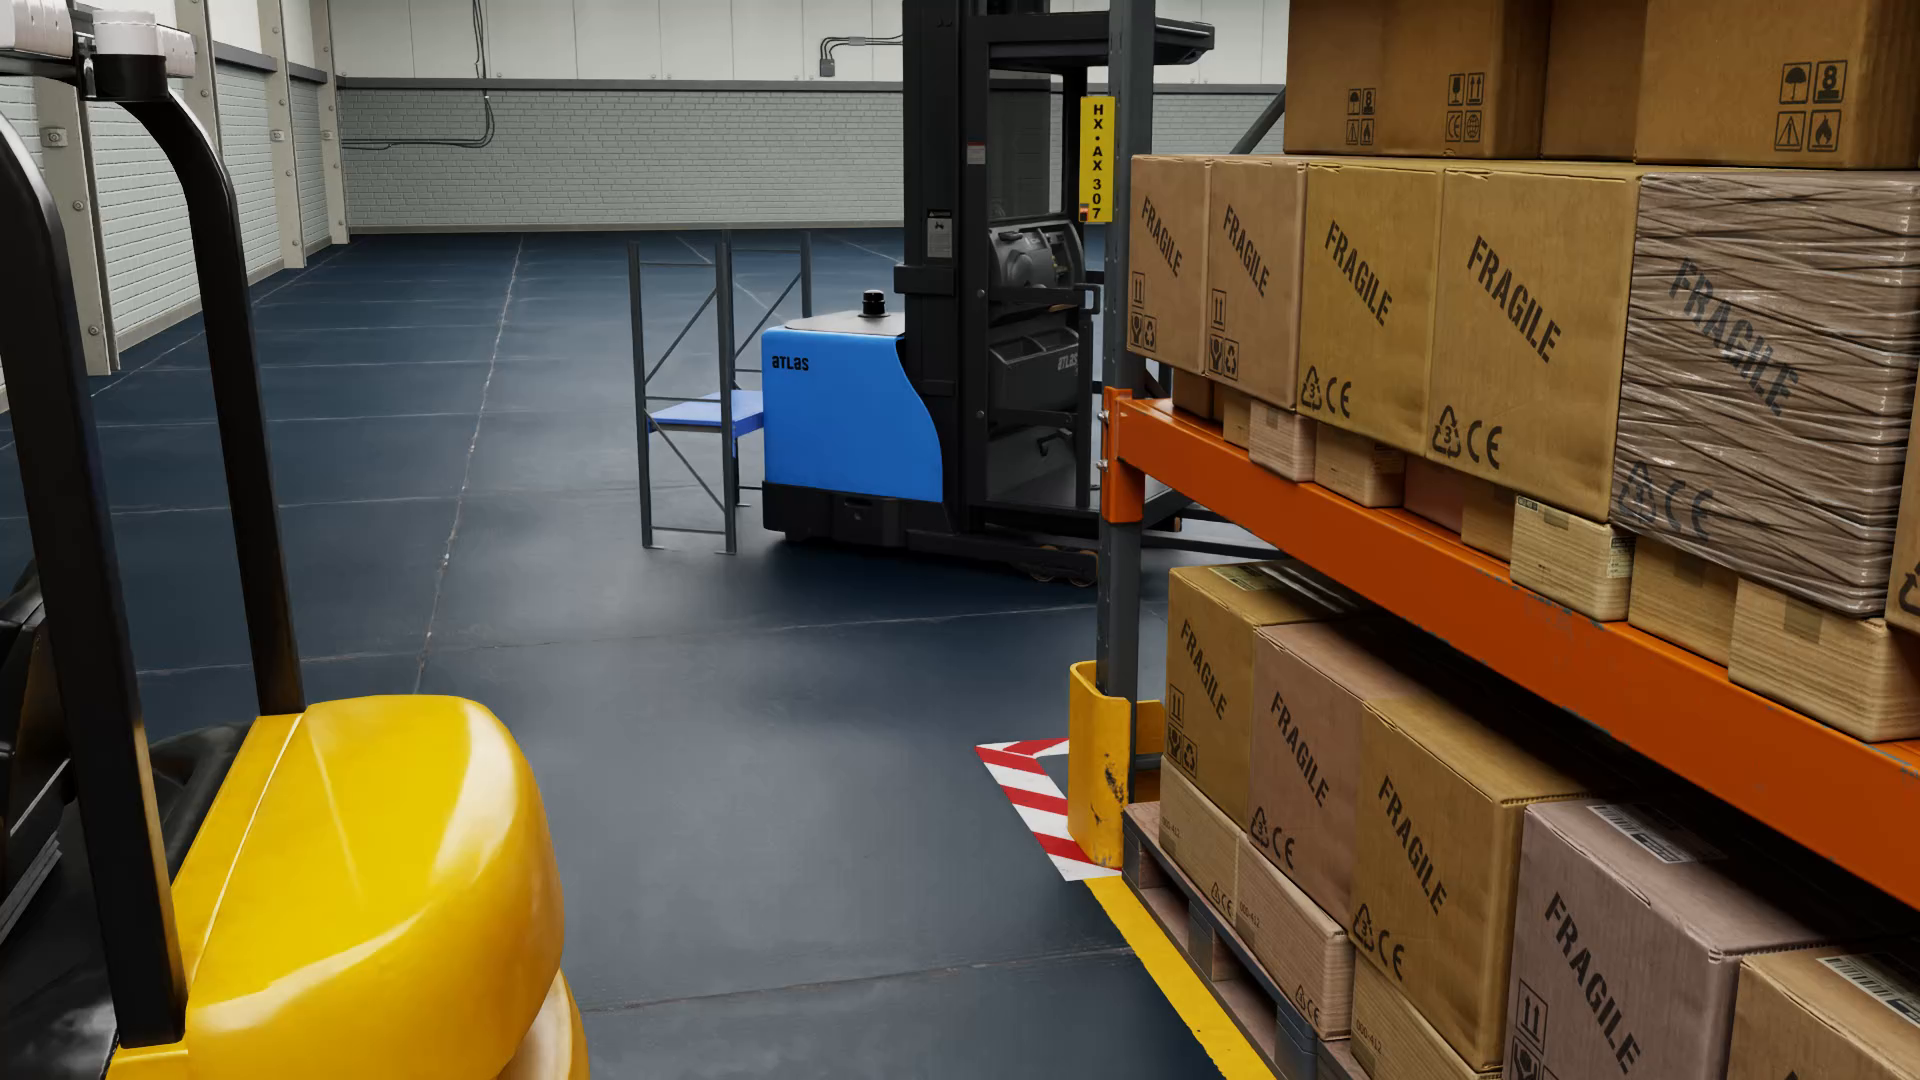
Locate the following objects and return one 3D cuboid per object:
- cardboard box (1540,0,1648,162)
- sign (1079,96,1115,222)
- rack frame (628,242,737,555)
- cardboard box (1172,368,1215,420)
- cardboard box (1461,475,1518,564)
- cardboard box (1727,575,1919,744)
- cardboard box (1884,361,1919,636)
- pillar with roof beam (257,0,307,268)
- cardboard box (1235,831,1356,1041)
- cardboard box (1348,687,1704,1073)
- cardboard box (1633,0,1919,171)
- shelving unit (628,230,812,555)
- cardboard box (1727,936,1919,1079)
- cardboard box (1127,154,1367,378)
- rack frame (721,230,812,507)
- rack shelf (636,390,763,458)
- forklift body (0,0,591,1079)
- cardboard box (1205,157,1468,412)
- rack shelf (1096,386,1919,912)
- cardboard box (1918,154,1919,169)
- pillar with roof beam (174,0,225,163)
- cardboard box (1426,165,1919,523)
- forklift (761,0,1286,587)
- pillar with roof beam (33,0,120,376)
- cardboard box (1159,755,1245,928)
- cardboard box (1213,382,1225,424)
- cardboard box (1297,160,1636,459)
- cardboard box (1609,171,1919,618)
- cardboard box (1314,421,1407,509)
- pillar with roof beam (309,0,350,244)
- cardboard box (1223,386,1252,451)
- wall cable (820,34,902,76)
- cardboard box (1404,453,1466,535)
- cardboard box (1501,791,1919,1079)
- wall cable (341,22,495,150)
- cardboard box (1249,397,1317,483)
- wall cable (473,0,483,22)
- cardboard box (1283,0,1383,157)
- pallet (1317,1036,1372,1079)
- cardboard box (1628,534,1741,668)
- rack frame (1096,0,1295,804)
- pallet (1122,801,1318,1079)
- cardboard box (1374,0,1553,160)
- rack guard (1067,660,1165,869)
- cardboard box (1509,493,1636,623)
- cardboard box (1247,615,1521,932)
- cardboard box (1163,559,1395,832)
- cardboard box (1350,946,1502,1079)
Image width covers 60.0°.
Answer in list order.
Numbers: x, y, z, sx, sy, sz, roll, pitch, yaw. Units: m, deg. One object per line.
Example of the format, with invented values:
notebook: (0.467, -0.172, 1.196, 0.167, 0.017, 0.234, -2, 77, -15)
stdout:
cardboard box: (1.559, -0.967, 3.121, 0.700, 0.500, 0.500, -3, 14, -14)
sign: (0.368, -1.013, 4.430, 0.100, 0.325, 0.005, -3, 14, -13)
rack frame: (-1.338, -0.675, 8.029, 0.500, 1.500, 0.032, 4, 14, 17)
cardboard box: (0.774, -0.411, 4.319, 0.380, 0.149, 0.250, -3, 14, -13)
cardboard box: (1.092, -0.049, 2.836, 0.380, 0.149, 0.250, -4, 14, -15)
cardboard box: (1.221, 0.130, 2.102, 0.380, 0.149, 0.250, -3, 14, -14)
cardboard box: (1.361, -0.100, 1.680, 0.500, 0.500, 0.500, -3, 14, -11)
pillar with roof beam: (-6.093, -8.826, 25.590, 9.100, 9.000, 0.400, -3, 14, -13)
cardboard box: (0.928, 0.828, 3.625, 0.500, 0.250, 0.500, -3, 14, -11)
cardboard box: (1.059, 0.588, 3.029, 0.500, 0.500, 0.500, -3, 14, -12)
cardboard box: (1.541, -0.844, 2.618, 0.700, 0.500, 0.500, -3, 14, -14)
shelving unit: (-1.183, -0.790, 8.499, 0.538, 1.500, 1.048, 4, 14, 17)
cardboard box: (1.314, 0.828, 2.045, 0.500, 0.500, 0.500, -3, 14, -12)
cardboard box: (0.737, -0.691, 4.099, 0.500, 0.500, 0.500, -4, 14, -14)
rack frame: (-1.029, -0.905, 8.970, 0.500, 1.500, 0.032, 4, 14, 17)
rack shelf: (-1.183, -0.616, 8.542, 0.538, 0.185, 1.000, 4, 14, 17)
forklift body: (-1.710, 0.403, 2.247, 2.313, 2.155, 1.214, -3, 14, -13)
cardboard box: (0.861, -0.572, 3.611, 0.500, 0.500, 0.500, -3, 14, -11)
rack shelf: (1.365, 0.188, 2.854, 1.077, 0.370, 4.000, -3, 14, -13)
cardboard box: (1.752, -0.729, 2.147, 0.700, 0.500, 0.500, -4, 14, -14)
pillar with roof beam: (-4.684, -7.441, 19.925, 9.100, 9.000, 0.400, -3, 14, -13)
cardboard box: (1.110, -0.338, 2.652, 0.500, 0.500, 0.500, -4, 14, -14)
forklift: (0.552, -1.354, 7.795, 3.031, 2.935, 1.130, 7, 15, 27)
pillar with roof beam: (-3.275, -6.057, 14.259, 9.100, 9.000, 0.400, -3, 14, -13)
cardboard box: (0.816, 0.710, 4.109, 0.500, 0.250, 0.500, -3, 14, -14)
cardboard box: (0.847, -0.354, 4.084, 0.380, 0.149, 0.250, -3, 14, -12)
cardboard box: (0.982, -0.455, 3.130, 0.500, 0.500, 0.500, -4, 14, -14)
cardboard box: (1.235, -0.220, 2.169, 0.500, 0.500, 0.500, -3, 14, -12)
cardboard box: (0.939, -0.169, 3.328, 0.380, 0.149, 0.250, -3, 14, -12)
pillar with roof beam: (-7.503, -10.210, 31.256, 9.100, 9.000, 0.400, -3, 14, -13)
cardboard box: (0.830, -0.288, 3.815, 0.380, 0.149, 0.250, -4, 14, -15)
wall cable: (-1.862, -12.901, 35.105, 2.305, 6.003, 0.169, -3, 14, -13)
cardboard box: (1.059, -0.111, 3.092, 0.380, 0.149, 0.250, -3, 14, -11)
cardboard box: (1.193, 0.711, 2.526, 0.500, 0.500, 0.500, -3, 14, -10)
wall cable: (-11.094, -9.215, 33.726, 3.097, 2.526, 0.112, -3, 14, -13)
cardboard box: (0.845, -0.227, 3.565, 0.380, 0.149, 0.250, -3, 14, -12)
wall cable: (-8.464, -11.819, 33.744, 3.097, 2.526, 0.112, -3, 14, -13)
cardboard box: (1.227, -1.196, 4.059, 0.700, 0.500, 0.500, -4, 14, -15)
pallet: (1.352, 1.219, 2.991, 1.003, 0.211, 1.213, -3, 14, -13)
cardboard box: (1.190, 0.070, 2.351, 0.380, 0.149, 0.250, -4, 14, -14)
rack frame: (0.895, -0.623, 4.657, 1.000, 3.000, 0.127, -3, 14, -13)
pallet: (1.069, 0.938, 4.141, 1.003, 0.211, 1.213, -3, 14, -13)
cardboard box: (1.339, -1.079, 3.579, 0.700, 0.500, 0.500, -3, 14, -13)
rack guard: (0.913, 0.609, 4.882, 1.175, 0.500, 0.348, -3, 14, -13)
cardboard box: (1.094, 0.012, 2.585, 0.380, 0.149, 0.250, -3, 14, -13)
cardboard box: (0.949, 0.472, 3.505, 0.500, 0.500, 0.500, -4, 14, -15)
cardboard box: (0.822, 0.351, 3.997, 0.500, 0.500, 0.500, -4, 14, -15)
cardboard box: (1.069, 0.954, 3.113, 0.500, 0.250, 0.500, -2, 14, -9)
